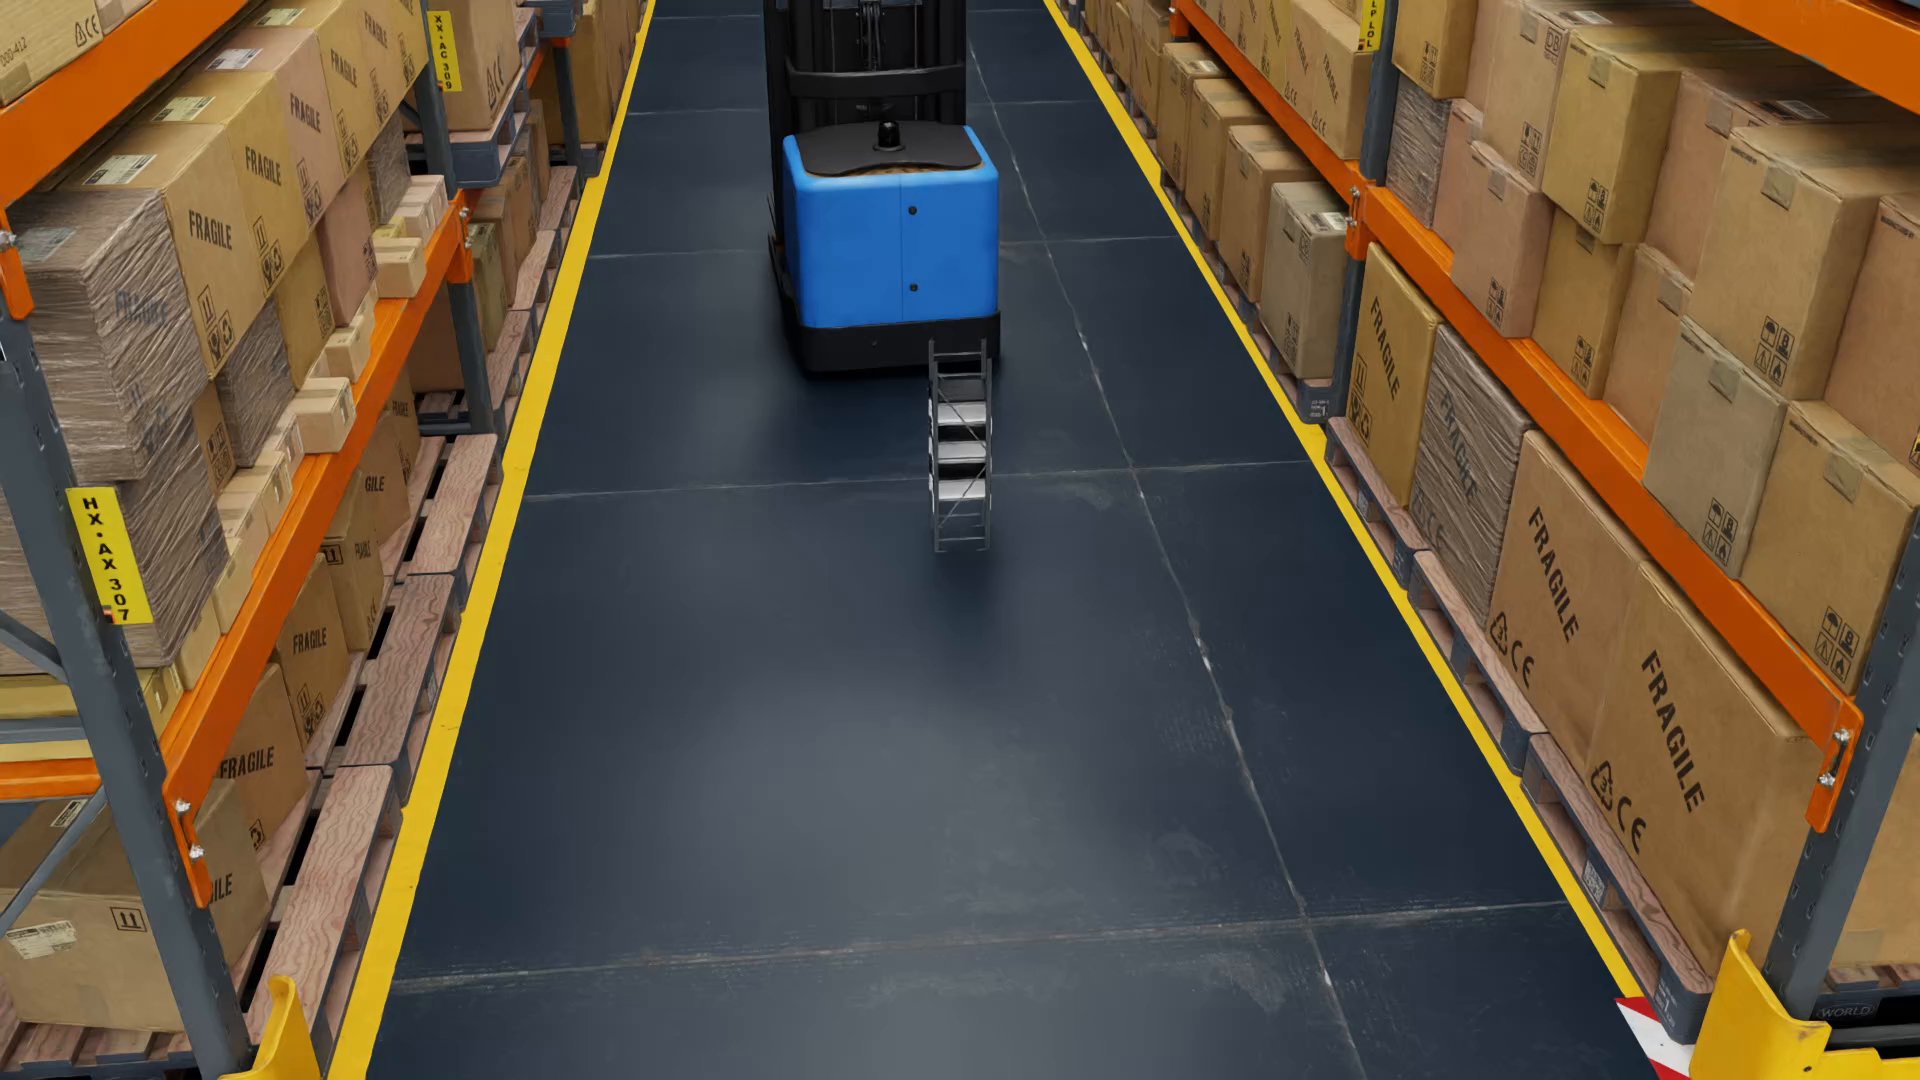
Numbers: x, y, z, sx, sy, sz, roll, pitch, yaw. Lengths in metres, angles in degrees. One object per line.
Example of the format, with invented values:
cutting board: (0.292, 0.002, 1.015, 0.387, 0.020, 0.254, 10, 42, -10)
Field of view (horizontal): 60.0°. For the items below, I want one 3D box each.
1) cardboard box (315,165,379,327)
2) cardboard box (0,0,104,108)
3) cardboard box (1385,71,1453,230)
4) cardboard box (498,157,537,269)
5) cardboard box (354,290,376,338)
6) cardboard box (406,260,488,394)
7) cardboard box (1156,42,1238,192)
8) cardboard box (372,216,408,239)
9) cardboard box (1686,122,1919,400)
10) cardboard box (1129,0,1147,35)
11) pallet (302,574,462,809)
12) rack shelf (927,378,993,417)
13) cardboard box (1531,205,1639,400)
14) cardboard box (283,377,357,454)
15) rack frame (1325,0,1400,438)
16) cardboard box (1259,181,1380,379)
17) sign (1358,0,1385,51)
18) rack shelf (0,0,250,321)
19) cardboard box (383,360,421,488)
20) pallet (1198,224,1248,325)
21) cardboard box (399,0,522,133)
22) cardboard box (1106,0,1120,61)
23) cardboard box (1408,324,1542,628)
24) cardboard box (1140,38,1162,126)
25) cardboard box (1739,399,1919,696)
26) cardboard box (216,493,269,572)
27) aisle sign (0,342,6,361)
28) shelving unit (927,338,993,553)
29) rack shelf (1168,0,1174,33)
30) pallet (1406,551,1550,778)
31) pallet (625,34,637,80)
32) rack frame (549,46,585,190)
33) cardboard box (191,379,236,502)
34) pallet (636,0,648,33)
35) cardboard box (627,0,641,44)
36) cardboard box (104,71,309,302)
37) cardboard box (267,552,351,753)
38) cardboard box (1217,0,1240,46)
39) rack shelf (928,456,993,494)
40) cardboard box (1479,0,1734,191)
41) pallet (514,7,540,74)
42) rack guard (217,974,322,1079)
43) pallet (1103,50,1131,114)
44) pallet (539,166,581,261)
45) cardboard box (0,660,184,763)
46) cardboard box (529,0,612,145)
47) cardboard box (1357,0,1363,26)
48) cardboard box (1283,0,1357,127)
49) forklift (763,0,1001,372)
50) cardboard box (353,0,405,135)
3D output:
cardboard box: (-2.526, -1.039, 5.677, 0.875, 0.500, 0.500, -3, 31, -5)
cardboard box: (-2.080, -1.048, 3.301, 0.500, 0.250, 0.500, -2, 31, -3)
cardboard box: (2.329, -1.671, 6.977, 0.875, 0.550, 0.550, -3, 31, -5)
cardboard box: (-2.832, -1.854, 9.437, 0.700, 0.500, 0.500, 0, 31, 0)
cardboard box: (-2.285, -0.765, 5.850, 0.380, 0.149, 0.250, -3, 31, -5)
cardboard box: (-2.702, -1.039, 8.073, 0.700, 0.500, 0.500, -5, 31, -8)
cardboard box: (1.876, -2.736, 10.690, 1.050, 0.750, 0.750, -3, 31, -5)
cardboard box: (-2.375, -1.147, 6.490, 0.380, 0.149, 0.250, -3, 31, -5)
cardboard box: (2.517, -0.748, 4.378, 0.875, 0.550, 0.550, -3, 31, -5)
cardboard box: (1.525, -3.860, 12.084, 0.500, 0.250, 0.500, -2, 31, -4)
pallet: (-2.450, 0.554, 6.117, 1.003, 0.211, 1.213, -3, 31, -5)
rack shelf: (-0.001, -0.594, 6.905, 0.258, 0.077, 0.200, -3, 31, -5)
cardboard box: (2.485, -0.845, 5.593, 0.875, 0.550, 0.500, -3, 31, -5)
cardboard box: (-2.125, -0.386, 5.216, 0.380, 0.149, 0.250, -3, 31, -5)
rack frame: (2.282, -1.795, 7.330, 1.000, 3.000, 0.127, -3, 31, -5)
cardboard box: (2.135, -1.322, 8.322, 1.050, 0.750, 0.750, -3, 31, -5)
sign: (1.743, -2.227, 7.001, 0.100, 0.325, 0.005, -3, 31, -5)
rack shelf: (-2.479, -1.567, 4.724, 1.077, 0.370, 4.000, -3, 31, -5)
cardboard box: (-2.668, -0.510, 7.207, 0.500, 0.500, 0.500, -4, 31, -6)
pallet: (2.018, -1.612, 9.744, 1.003, 0.211, 1.213, -3, 31, -5)
cardboard box: (-2.600, -2.459, 7.447, 1.000, 1.000, 1.000, -3, 31, -4)
cardboard box: (1.453, -4.060, 13.150, 0.500, 0.500, 0.500, -2, 31, -4)
cardboard box: (2.359, -0.279, 6.454, 0.875, 0.875, 0.875, -3, 31, -4)
cardboard box: (1.587, -3.268, 11.824, 0.500, 0.500, 0.500, -3, 31, -5)
cardboard box: (2.576, -0.004, 4.186, 0.875, 0.550, 0.550, -3, 31, -5)
cardboard box: (-2.138, 0.001, 4.569, 0.380, 0.149, 0.250, -3, 31, -5)
aisle sign: (-1.987, -0.665, 2.904, 0.394, 0.787, 0.004, -3, 31, -5)
shelving unit: (-0.001, -0.390, 7.026, 0.258, 0.900, 0.210, -3, 31, -5)
rack shelf: (1.722, -4.549, 12.643, 1.077, 0.370, 4.000, -3, 31, -5)
pallet: (2.392, 0.419, 6.343, 1.003, 0.211, 1.213, -3, 31, -5)
pallet: (-3.266, -4.106, 13.918, 1.003, 0.211, 1.213, -3, 31, -5)
rack frame: (-3.039, -3.651, 10.437, 1.000, 3.000, 0.127, -3, 31, -5)
cardboard box: (-2.482, -0.269, 4.387, 0.875, 0.500, 0.500, -3, 31, -5)
pallet: (-3.406, -4.888, 15.228, 1.003, 0.211, 1.213, -3, 31, -5)
cardboard box: (-3.333, -4.636, 13.748, 1.225, 0.875, 0.875, -3, 31, -4)
cardboard box: (-2.160, -0.971, 4.588, 0.500, 0.500, 0.500, -3, 31, -5)
cardboard box: (-2.463, 0.383, 5.713, 0.500, 0.500, 0.500, 0, 31, 0)
cardboard box: (1.779, -3.121, 9.452, 0.500, 0.500, 0.500, -3, 31, -5)
rack shelf: (-0.001, -0.285, 7.089, 0.258, 0.077, 0.200, -3, 31, -5)
cardboard box: (2.363, -1.575, 5.763, 0.875, 0.550, 0.550, -3, 31, -5)
pallet: (-2.814, -2.560, 8.798, 1.003, 0.211, 1.213, -3, 31, -5)
rack guard: (-2.299, 1.468, 4.305, 1.175, 0.500, 0.348, -3, 31, -5)
pallet: (1.726, -3.660, 13.172, 1.003, 0.211, 1.213, -3, 31, -5)
pallet: (-2.968, -2.055, 10.484, 1.003, 0.211, 1.213, -3, 31, -5)
cardboard box: (-2.081, 0.384, 3.926, 0.380, 0.149, 0.250, -3, 31, -5)
cardboard box: (-3.083, -3.273, 11.466, 1.225, 0.875, 0.875, -4, 31, -7)
cardboard box: (2.230, -2.520, 7.472, 0.700, 0.500, 0.500, -3, 31, -5)
cardboard box: (1.920, -2.349, 8.161, 0.500, 0.500, 0.500, -3, 31, -5)
forklift: (-0.553, -2.864, 9.186, 1.130, 2.935, 3.031, -5, 31, -9)
cardboard box: (-2.302, -1.737, 5.870, 0.500, 0.500, 0.500, -3, 31, -5)
